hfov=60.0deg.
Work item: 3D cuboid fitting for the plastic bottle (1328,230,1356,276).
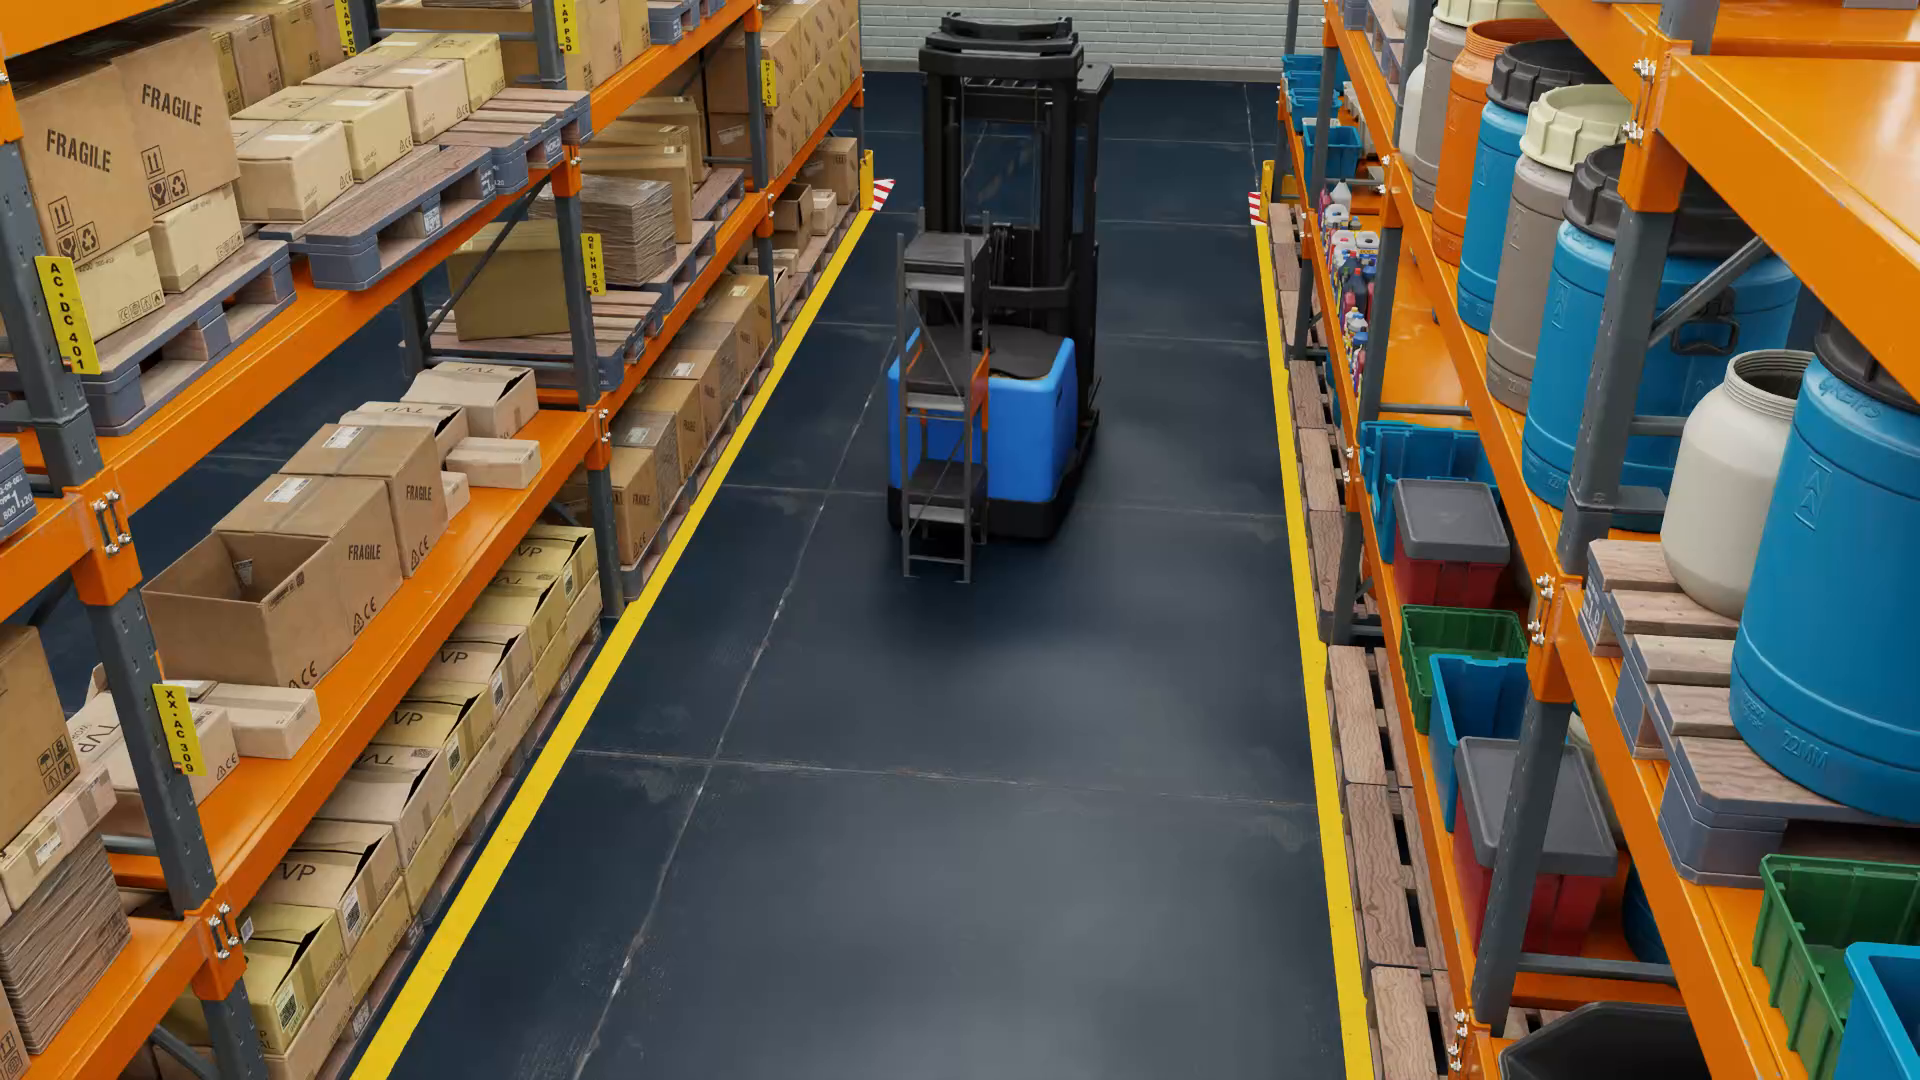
[{"bbox_3d":[2.441,-1.830,10.615,0.152,0.276,0.135,3,28,6],"label":"plastic bottle"}]

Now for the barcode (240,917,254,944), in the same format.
[{"bbox_3d":[-2.462,1.348,5.744,0.001,0.075,0.075,3,28,6],"label":"barcode"}]

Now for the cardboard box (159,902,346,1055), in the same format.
[{"bbox_3d":[-2.609,1.559,6.059,0.500,0.311,0.500,3,29,6],"label":"cardboard box"}]

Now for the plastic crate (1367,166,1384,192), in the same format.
[{"bbox_3d":[3.188,-2.637,12.197,0.396,0.136,0.243,3,28,6],"label":"plastic crate"}]

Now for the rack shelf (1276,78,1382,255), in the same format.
[{"bbox_3d":[3.234,-3.141,13.676,1.077,0.370,4.000,3,28,6],"label":"rack shelf"}]

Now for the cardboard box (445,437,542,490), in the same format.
[{"bbox_3d":[-2.253,-0.373,8.044,0.380,0.149,0.250,3,28,6],"label":"cardboard box"}]

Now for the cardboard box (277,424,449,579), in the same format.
[{"bbox_3d":[-2.606,-0.176,7.309,0.500,0.500,0.500,2,28,3],"label":"cardboard box"}]

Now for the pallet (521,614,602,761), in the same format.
[{"bbox_3d":[-2.556,0.690,8.747,1.003,0.211,1.213,3,28,6],"label":"pallet"}]

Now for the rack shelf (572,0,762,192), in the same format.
[{"bbox_3d":[-2.172,-2.868,10.007,1.077,0.370,4.000,3,28,6],"label":"rack shelf"}]

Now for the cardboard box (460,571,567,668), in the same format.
[{"bbox_3d":[-2.294,0.362,8.281,0.500,0.311,0.500,3,28,5],"label":"cardboard box"}]

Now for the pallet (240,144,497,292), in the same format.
[{"bbox_3d":[-2.545,-1.309,6.554,1.003,0.211,1.213,5,29,9],"label":"pallet"}]

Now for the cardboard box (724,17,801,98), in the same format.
[{"bbox_3d":[-1.527,-3.738,12.867,0.500,0.500,0.500,2,28,5],"label":"cardboard box"}]

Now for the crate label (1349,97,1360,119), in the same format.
[{"bbox_3d":[3.499,-3.647,14.071,0.396,0.136,0.243,3,28,6],"label":"crate label"}]

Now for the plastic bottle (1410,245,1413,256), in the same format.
[{"bbox_3d":[3.058,-2.051,10.947,0.144,0.351,0.185,3,28,6],"label":"plastic bottle"}]

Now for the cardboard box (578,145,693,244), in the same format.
[{"bbox_3d":[-2.082,-2.199,10.622,0.700,0.500,0.500,-4,29,-7],"label":"cardboard box"}]

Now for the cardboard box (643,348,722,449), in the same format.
[{"bbox_3d":[-1.894,-0.942,11.008,0.500,0.500,0.500,2,28,4],"label":"cardboard box"}]

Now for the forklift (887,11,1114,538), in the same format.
[{"bbox_3d":[0.363,-1.981,10.837,1.130,2.935,3.031,6,29,11],"label":"forklift"}]

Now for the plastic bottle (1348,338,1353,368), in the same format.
[{"bbox_3d":[2.221,-1.060,9.265,0.097,0.201,0.097,0,28,0],"label":"plastic bottle"}]

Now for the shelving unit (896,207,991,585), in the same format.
[{"bbox_3d":[-0.086,-0.797,9.516,0.431,2.100,0.503,6,29,11],"label":"shelving unit"}]

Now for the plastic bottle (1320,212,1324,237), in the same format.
[{"bbox_3d":[2.508,-2.163,11.311,0.097,0.201,0.097,0,28,0],"label":"plastic bottle"}]

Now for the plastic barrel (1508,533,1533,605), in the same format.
[{"bbox_3d":[2.533,0.012,6.946,0.421,0.512,0.421,0,28,0],"label":"plastic barrel"}]

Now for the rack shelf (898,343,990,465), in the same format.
[{"bbox_3d":[-0.086,-0.785,9.523,0.431,0.518,0.480,6,29,11],"label":"rack shelf"}]

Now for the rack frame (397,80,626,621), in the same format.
[{"bbox_3d":[-2.417,-0.923,8.800,1.000,3.000,0.127,3,28,6],"label":"rack frame"}]

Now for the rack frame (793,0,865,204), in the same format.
[{"bbox_3d":[-1.437,-4.689,15.790,1.000,3.000,0.127,3,28,6],"label":"rack frame"}]

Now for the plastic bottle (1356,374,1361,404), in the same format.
[{"bbox_3d":[2.157,-0.814,8.808,0.097,0.201,0.097,0,28,0],"label":"plastic bottle"}]

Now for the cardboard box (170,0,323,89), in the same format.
[{"bbox_3d":[-6.484,-4.523,15.167,0.980,0.700,0.700,3,28,6],"label":"cardboard box"}]

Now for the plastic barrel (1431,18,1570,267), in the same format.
[{"bbox_3d":[2.103,-1.461,6.184,0.600,0.830,0.708,3,28,6],"label":"plastic barrel"}]

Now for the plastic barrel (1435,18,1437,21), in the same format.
[{"bbox_3d":[2.571,-2.595,7.846,0.600,0.830,0.708,3,28,6],"label":"plastic barrel"}]

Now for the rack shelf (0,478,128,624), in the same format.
[{"bbox_3d":[-3.152,0.898,3.017,1.077,0.370,4.000,3,28,6],"label":"rack shelf"}]

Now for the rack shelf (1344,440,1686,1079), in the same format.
[{"bbox_3d":[2.254,0.625,6.686,1.077,0.370,4.000,3,28,6],"label":"rack shelf"}]

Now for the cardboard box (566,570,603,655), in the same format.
[{"bbox_3d":[-2.239,0.365,8.867,0.500,0.250,0.500,4,29,7],"label":"cardboard box"}]

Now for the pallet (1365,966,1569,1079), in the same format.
[{"bbox_3d":[2.066,2.105,6.120,1.003,0.211,1.213,3,28,6],"label":"pallet"}]

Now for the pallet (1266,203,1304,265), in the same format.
[{"bbox_3d":[3.339,-2.785,15.198,1.003,0.211,1.213,3,28,6],"label":"pallet"}]

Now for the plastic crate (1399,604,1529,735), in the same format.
[{"bbox_3d":[1.942,0.507,6.370,0.450,0.188,0.662,3,28,6],"label":"plastic crate"}]

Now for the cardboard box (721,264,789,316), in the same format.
[{"bbox_3d":[-1.661,-2.001,13.172,0.500,0.311,0.500,3,28,6],"label":"cardboard box"}]

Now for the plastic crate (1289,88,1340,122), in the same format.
[{"bbox_3d":[2.961,-3.635,13.948,0.416,0.233,0.300,3,28,6],"label":"plastic crate"}]

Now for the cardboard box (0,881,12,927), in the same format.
[{"bbox_3d":[-2.790,1.011,4.422,0.380,0.149,0.250,3,28,5],"label":"cardboard box"}]

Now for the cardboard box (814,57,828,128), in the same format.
[{"bbox_3d":[-1.410,-3.790,14.017,0.500,0.500,0.500,3,28,5],"label":"cardboard box"}]

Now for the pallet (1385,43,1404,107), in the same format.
[{"bbox_3d":[2.690,-2.225,8.254,1.003,0.211,1.213,3,28,6],"label":"pallet"}]

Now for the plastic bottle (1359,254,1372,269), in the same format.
[{"bbox_3d":[2.538,-1.689,10.433,0.097,0.201,0.097,0,28,0],"label":"plastic bottle"}]

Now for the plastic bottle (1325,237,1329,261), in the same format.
[{"bbox_3d":[2.444,-1.916,10.853,0.097,0.201,0.097,0,28,0],"label":"plastic bottle"}]

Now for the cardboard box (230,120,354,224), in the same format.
[{"bbox_3d":[-2.612,-1.376,6.194,0.500,0.250,0.500,1,28,2],"label":"cardboard box"}]

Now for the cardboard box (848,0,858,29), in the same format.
[{"bbox_3d":[-1.218,-4.947,15.111,0.500,0.500,0.500,3,28,6],"label":"cardboard box"}]

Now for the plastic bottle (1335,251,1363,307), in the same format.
[{"bbox_3d":[2.365,-1.587,10.085,0.144,0.351,0.185,3,28,6],"label":"plastic bottle"}]

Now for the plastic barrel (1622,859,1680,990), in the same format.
[{"bbox_3d":[2.357,0.865,4.954,0.600,0.901,0.708,3,28,6],"label":"plastic barrel"}]

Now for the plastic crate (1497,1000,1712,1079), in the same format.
[{"bbox_3d":[1.818,1.516,4.339,0.767,0.338,0.504,3,28,6],"label":"plastic crate"}]

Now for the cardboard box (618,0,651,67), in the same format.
[{"bbox_3d":[-2.271,-2.980,9.350,0.910,0.500,0.500,3,28,6],"label":"cardboard box"}]

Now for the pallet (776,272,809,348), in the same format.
[{"bbox_3d":[-1.842,-1.901,13.557,1.003,0.211,1.213,3,28,6],"label":"pallet"}]

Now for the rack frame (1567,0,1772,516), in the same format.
[{"bbox_3d":[2.009,-1.392,3.345,1.000,3.000,0.127,3,28,6],"label":"rack frame"}]

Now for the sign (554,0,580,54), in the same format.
[{"bbox_3d":[-1.867,-2.470,7.881,0.100,0.325,0.005,3,28,6],"label":"sign"}]

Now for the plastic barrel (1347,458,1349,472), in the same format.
[{"bbox_3d":[2.680,-0.519,10.151,0.600,0.588,0.708,3,28,6],"label":"plastic barrel"}]

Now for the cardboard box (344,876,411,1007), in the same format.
[{"bbox_3d":[-2.548,1.570,6.630,0.500,0.250,0.500,4,29,7],"label":"cardboard box"}]
